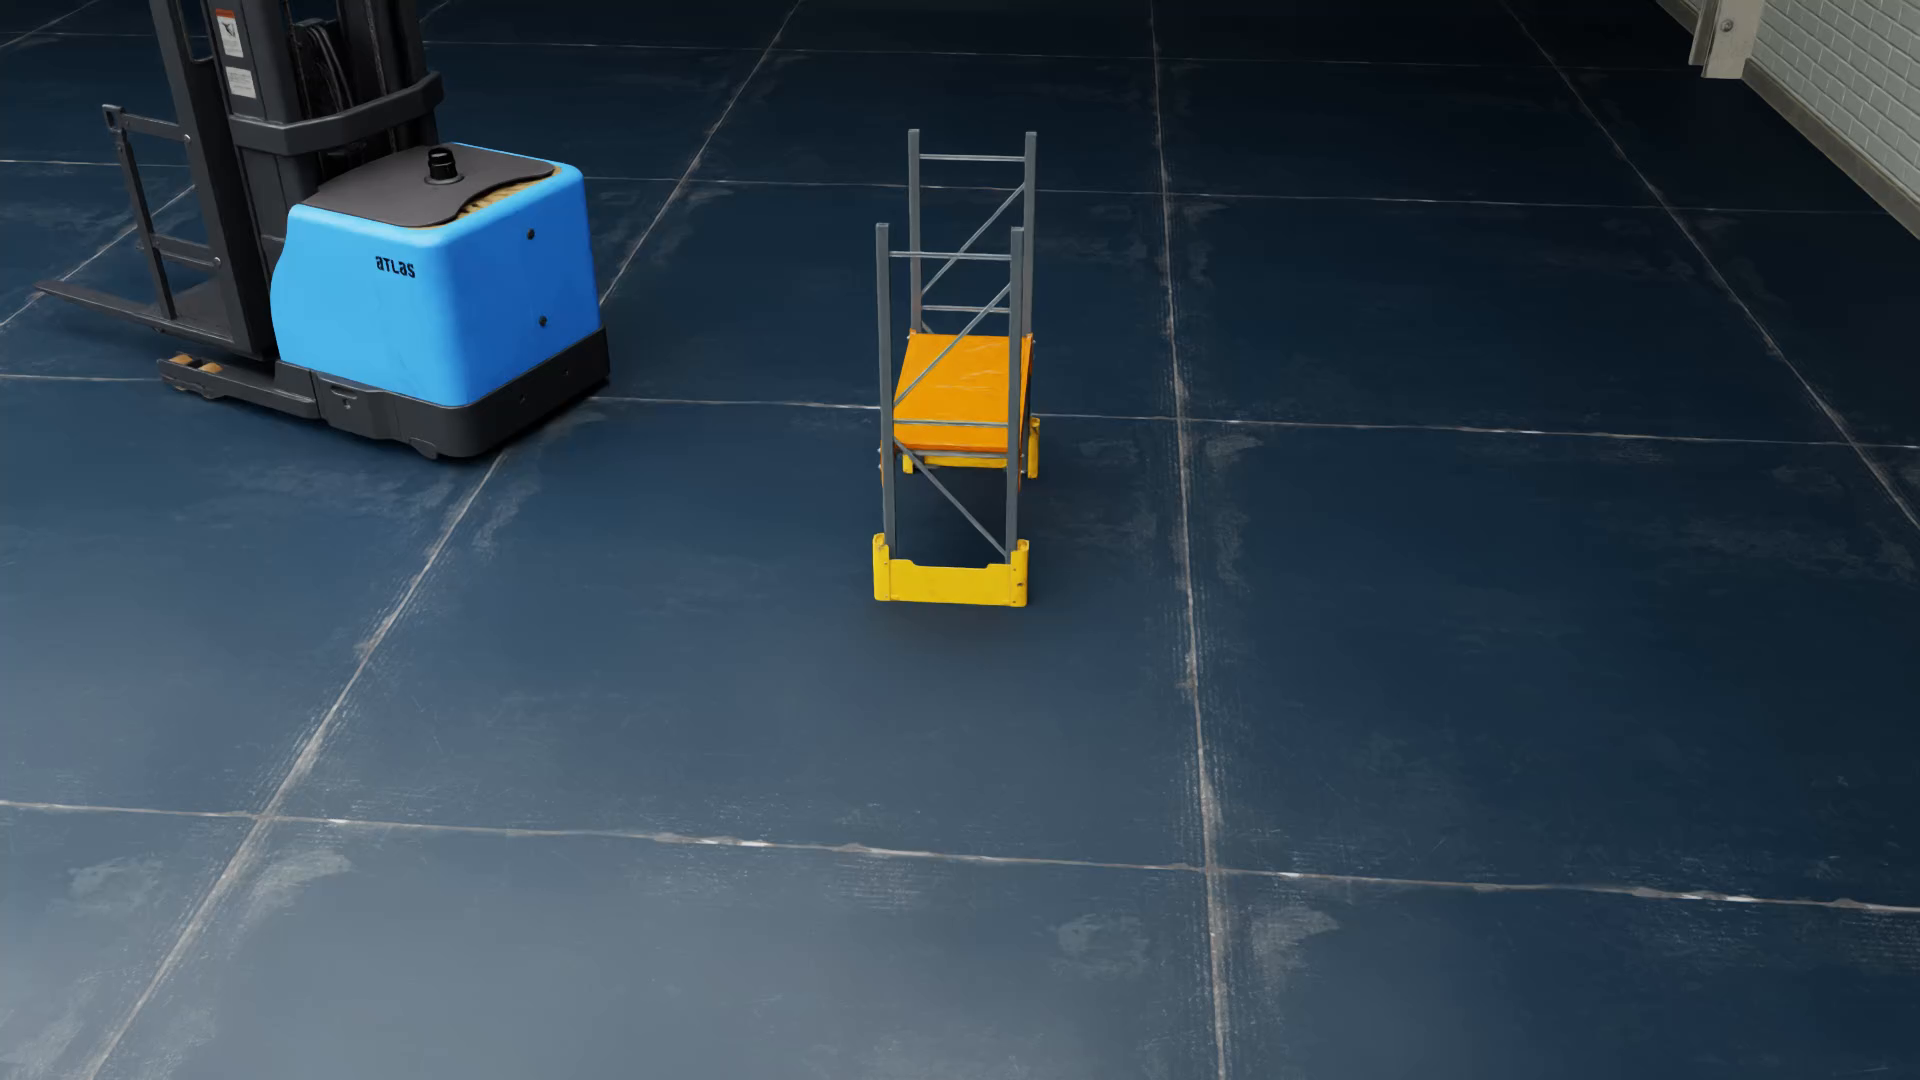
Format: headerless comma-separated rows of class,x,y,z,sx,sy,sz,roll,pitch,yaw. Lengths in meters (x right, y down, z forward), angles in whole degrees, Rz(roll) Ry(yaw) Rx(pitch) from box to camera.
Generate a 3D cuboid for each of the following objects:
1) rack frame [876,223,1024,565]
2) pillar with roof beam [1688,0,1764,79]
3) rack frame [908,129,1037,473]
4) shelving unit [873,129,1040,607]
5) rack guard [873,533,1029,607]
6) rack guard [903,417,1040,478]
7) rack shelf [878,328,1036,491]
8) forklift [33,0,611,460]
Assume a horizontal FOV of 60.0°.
rack frame,-0.034,-0.417,5.998,0.500,1.500,0.032,2,32,4
pillar with roof beam,1.374,-7.529,10.390,9.100,9.000,0.400,2,32,4
rack frame,0.048,-0.949,6.860,0.500,1.500,0.032,2,32,4
shelving unit,0.006,-0.678,6.421,0.587,1.500,1.083,2,32,4
rack guard,-0.034,0.114,6.327,0.587,0.250,0.087,2,32,4
rack guard,0.047,-0.407,7.172,0.587,0.250,0.087,2,32,4
rack shelf,0.007,-0.530,6.523,0.538,0.185,1.000,2,32,4
forklift,-3.210,-2.138,7.425,3.031,2.935,1.130,15,35,23
